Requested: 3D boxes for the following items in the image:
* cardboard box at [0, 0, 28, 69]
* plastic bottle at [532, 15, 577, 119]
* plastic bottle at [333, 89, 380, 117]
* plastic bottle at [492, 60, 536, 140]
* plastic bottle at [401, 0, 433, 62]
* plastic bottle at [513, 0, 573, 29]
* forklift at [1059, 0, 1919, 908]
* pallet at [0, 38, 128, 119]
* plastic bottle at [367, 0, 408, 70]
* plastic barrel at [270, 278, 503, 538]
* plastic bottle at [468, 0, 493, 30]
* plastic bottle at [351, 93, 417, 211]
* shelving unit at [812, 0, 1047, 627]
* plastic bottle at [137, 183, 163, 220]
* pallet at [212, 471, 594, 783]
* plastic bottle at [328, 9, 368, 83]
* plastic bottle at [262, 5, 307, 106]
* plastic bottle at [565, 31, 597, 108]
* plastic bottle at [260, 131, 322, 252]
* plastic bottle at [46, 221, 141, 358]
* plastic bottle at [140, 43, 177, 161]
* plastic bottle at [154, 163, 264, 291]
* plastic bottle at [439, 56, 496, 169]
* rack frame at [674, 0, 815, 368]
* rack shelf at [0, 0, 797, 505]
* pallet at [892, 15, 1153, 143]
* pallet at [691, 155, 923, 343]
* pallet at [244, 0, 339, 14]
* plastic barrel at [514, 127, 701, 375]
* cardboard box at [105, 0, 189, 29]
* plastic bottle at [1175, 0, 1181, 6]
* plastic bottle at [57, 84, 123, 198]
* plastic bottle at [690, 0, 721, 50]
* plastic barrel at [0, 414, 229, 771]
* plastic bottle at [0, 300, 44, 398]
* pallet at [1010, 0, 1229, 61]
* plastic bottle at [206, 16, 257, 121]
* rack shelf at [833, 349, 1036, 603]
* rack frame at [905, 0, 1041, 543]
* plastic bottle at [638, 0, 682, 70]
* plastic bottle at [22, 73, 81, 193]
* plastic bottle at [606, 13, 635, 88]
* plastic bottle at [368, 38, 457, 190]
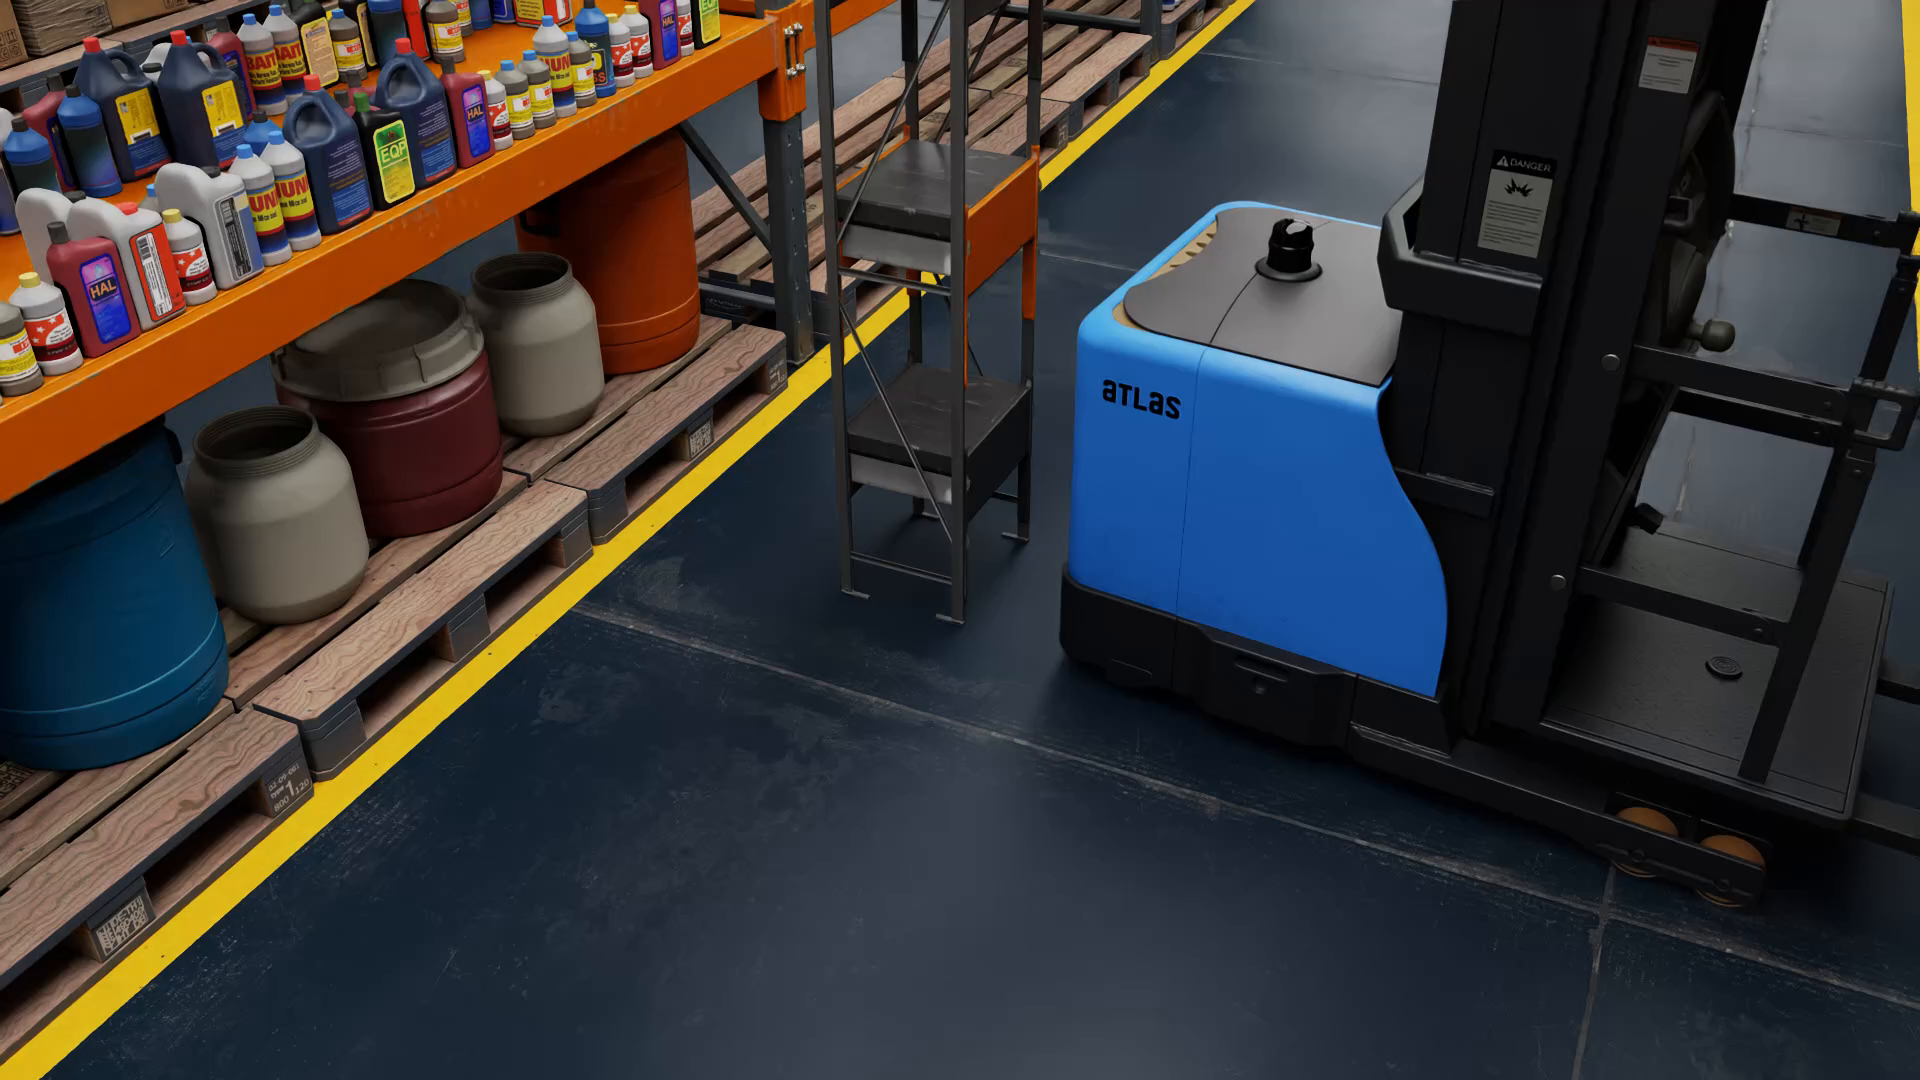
[{"bbox_3d":[-5.269,-2.658,8.446,0.700,0.500,0.500,12,35,18],"label":"cardboard box"},{"bbox_3d":[-1.138,-1.329,4.659,0.097,0.271,0.097,0,33,0],"label":"plastic bottle"},{"bbox_3d":[-1.481,-0.982,4.119,0.061,0.283,0.133,14,36,20],"label":"plastic bottle"},{"bbox_3d":[-1.220,-1.203,4.530,0.097,0.201,0.097,0,33,0],"label":"plastic bottle"},{"bbox_3d":[-1.700,-1.621,5.099,0.152,0.276,0.135,14,36,20],"label":"plastic bottle"},{"bbox_3d":[-1.369,-1.816,5.397,0.152,0.276,0.135,14,36,20],"label":"plastic bottle"},{"bbox_3d":[1.815,-0.695,3.637,3.031,2.935,1.130,18,37,25],"label":"forklift"},{"bbox_3d":[-5.203,-2.403,8.723,1.003,0.211,1.213,14,36,20],"label":"pallet"},{"bbox_3d":[-1.719,-1.553,5.001,0.097,0.271,0.097,0,33,0],"label":"plastic bottle"},{"bbox_3d":[-1.694,-0.402,4.943,0.600,0.588,0.708,14,36,20],"label":"plastic barrel"},{"bbox_3d":[-1.580,-1.798,5.373,0.097,0.271,0.097,0,33,0],"label":"plastic bottle"},{"bbox_3d":[-1.425,-0.968,4.098,0.061,0.283,0.133,14,36,20],"label":"plastic bottle"},{"bbox_3d":[-0.069,-0.796,4.549,0.431,2.100,0.503,14,36,20],"label":"shelving unit"},{"bbox_3d":[-1.803,-0.708,3.776,0.097,0.201,0.097,0,33,0],"label":"plastic bottle"},{"bbox_3d":[-1.836,0.129,4.860,1.003,0.211,1.213,14,36,20],"label":"pallet"},{"bbox_3d":[-1.830,-1.472,4.940,0.097,0.201,0.097,0,33,0],"label":"plastic bottle"},{"bbox_3d":[-1.926,-1.386,4.745,0.097,0.271,0.097,0,33,0],"label":"plastic bottle"},{"bbox_3d":[-1.098,-1.348,4.752,0.097,0.201,0.097,0,33,0],"label":"plastic bottle"},{"bbox_3d":[-1.567,-0.818,3.880,0.097,0.271,0.097,0,33,0],"label":"plastic bottle"},{"bbox_3d":[-1.793,-0.530,3.430,0.061,0.283,0.133,14,36,20],"label":"plastic bottle"},{"bbox_3d":[-2.087,-1.160,4.397,0.152,0.276,0.135,14,36,20],"label":"plastic bottle"},{"bbox_3d":[-1.682,-0.720,3.726,0.152,0.276,0.135,14,36,20],"label":"plastic bottle"},{"bbox_3d":[-1.292,-1.127,4.340,0.061,0.283,0.133,14,36,20],"label":"plastic bottle"},{"bbox_3d":[-1.032,-2.044,5.632,1.000,3.000,0.127,14,36,20],"label":"rack frame"},{"bbox_3d":[-1.869,-0.747,4.310,1.077,0.370,4.000,14,36,20],"label":"rack shelf"},{"bbox_3d":[0.348,-2.470,8.825,1.003,0.211,1.213,14,36,20],"label":"pallet"},{"bbox_3d":[-0.673,-1.255,6.972,1.003,0.211,1.213,14,36,20],"label":"pallet"},{"bbox_3d":[-4.182,-3.619,10.576,1.003,0.211,1.213,14,36,20],"label":"pallet"},{"bbox_3d":[-1.221,-1.065,5.735,0.600,0.830,0.708,14,36,20],"label":"plastic barrel"},{"bbox_3d":[-4.817,-3.221,9.305,0.700,0.500,0.500,17,37,24],"label":"cardboard box"},{"bbox_3d":[1.215,-3.159,9.483,0.097,0.201,0.097,0,33,0],"label":"plastic bottle"},{"bbox_3d":[-2.183,-1.001,4.158,0.097,0.271,0.097,0,33,0],"label":"plastic bottle"},{"bbox_3d":[-0.814,-1.696,5.208,0.061,0.283,0.133,14,36,20],"label":"plastic bottle"},{"bbox_3d":[-2.166,0.030,3.999,0.600,0.901,0.708,14,36,20],"label":"plastic barrel"},{"bbox_3d":[-1.899,-0.394,3.297,0.097,0.201,0.097,0,33,0],"label":"plastic bottle"},{"bbox_3d":[0.960,-3.195,9.931,1.003,0.211,1.213,14,36,20],"label":"pallet"},{"bbox_3d":[-2.032,-1.289,4.587,0.061,0.283,0.133,14,36,20],"label":"plastic bottle"},{"bbox_3d":[-0.069,-0.199,4.940,0.431,0.518,0.480,14,36,20],"label":"rack shelf"},{"bbox_3d":[0.033,-0.917,4.734,0.400,2.100,0.015,14,36,20],"label":"rack frame"},{"bbox_3d":[-0.910,-1.581,5.032,0.061,0.283,0.133,14,36,20],"label":"plastic bottle"},{"bbox_3d":[-2.262,-1.015,4.169,0.061,0.283,0.133,14,36,20],"label":"plastic bottle"},{"bbox_3d":[-1.016,-1.445,4.900,0.097,0.201,0.097,0,33,0],"label":"plastic bottle"},{"bbox_3d":[-1.397,-1.085,4.215,0.144,0.351,0.185,14,36,20],"label":"plastic bottle"}]
